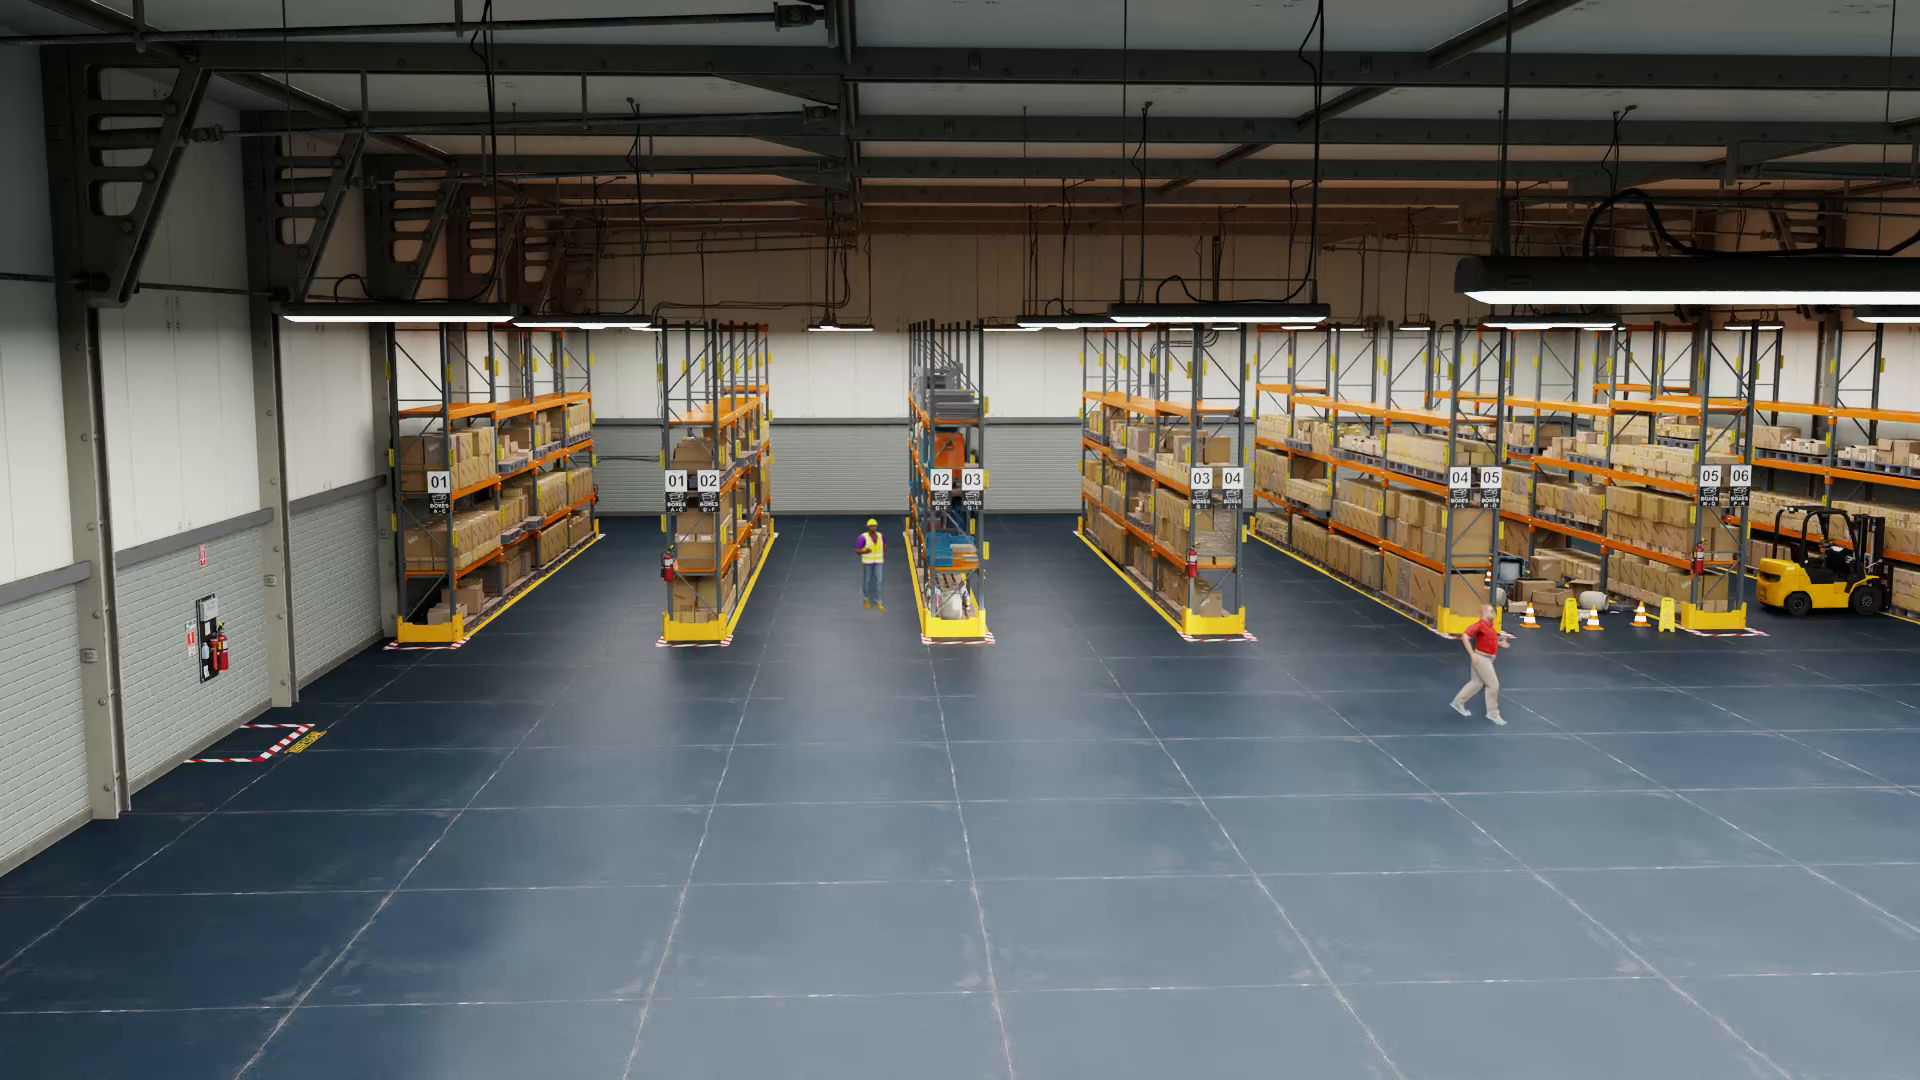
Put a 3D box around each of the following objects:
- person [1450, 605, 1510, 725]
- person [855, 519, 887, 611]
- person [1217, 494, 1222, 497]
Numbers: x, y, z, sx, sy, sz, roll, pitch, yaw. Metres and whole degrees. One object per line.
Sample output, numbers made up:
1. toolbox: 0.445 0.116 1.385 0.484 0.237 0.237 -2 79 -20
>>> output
1. person: 7.747 1.831 24.697 0.832 1.773 0.650 3 8 24
2. person: -1.717 0.492 32.783 0.701 1.812 0.856 -2 7 -19
3. person: 7.336 -0.809 47.033 0.549 1.509 0.705 1 7 7
